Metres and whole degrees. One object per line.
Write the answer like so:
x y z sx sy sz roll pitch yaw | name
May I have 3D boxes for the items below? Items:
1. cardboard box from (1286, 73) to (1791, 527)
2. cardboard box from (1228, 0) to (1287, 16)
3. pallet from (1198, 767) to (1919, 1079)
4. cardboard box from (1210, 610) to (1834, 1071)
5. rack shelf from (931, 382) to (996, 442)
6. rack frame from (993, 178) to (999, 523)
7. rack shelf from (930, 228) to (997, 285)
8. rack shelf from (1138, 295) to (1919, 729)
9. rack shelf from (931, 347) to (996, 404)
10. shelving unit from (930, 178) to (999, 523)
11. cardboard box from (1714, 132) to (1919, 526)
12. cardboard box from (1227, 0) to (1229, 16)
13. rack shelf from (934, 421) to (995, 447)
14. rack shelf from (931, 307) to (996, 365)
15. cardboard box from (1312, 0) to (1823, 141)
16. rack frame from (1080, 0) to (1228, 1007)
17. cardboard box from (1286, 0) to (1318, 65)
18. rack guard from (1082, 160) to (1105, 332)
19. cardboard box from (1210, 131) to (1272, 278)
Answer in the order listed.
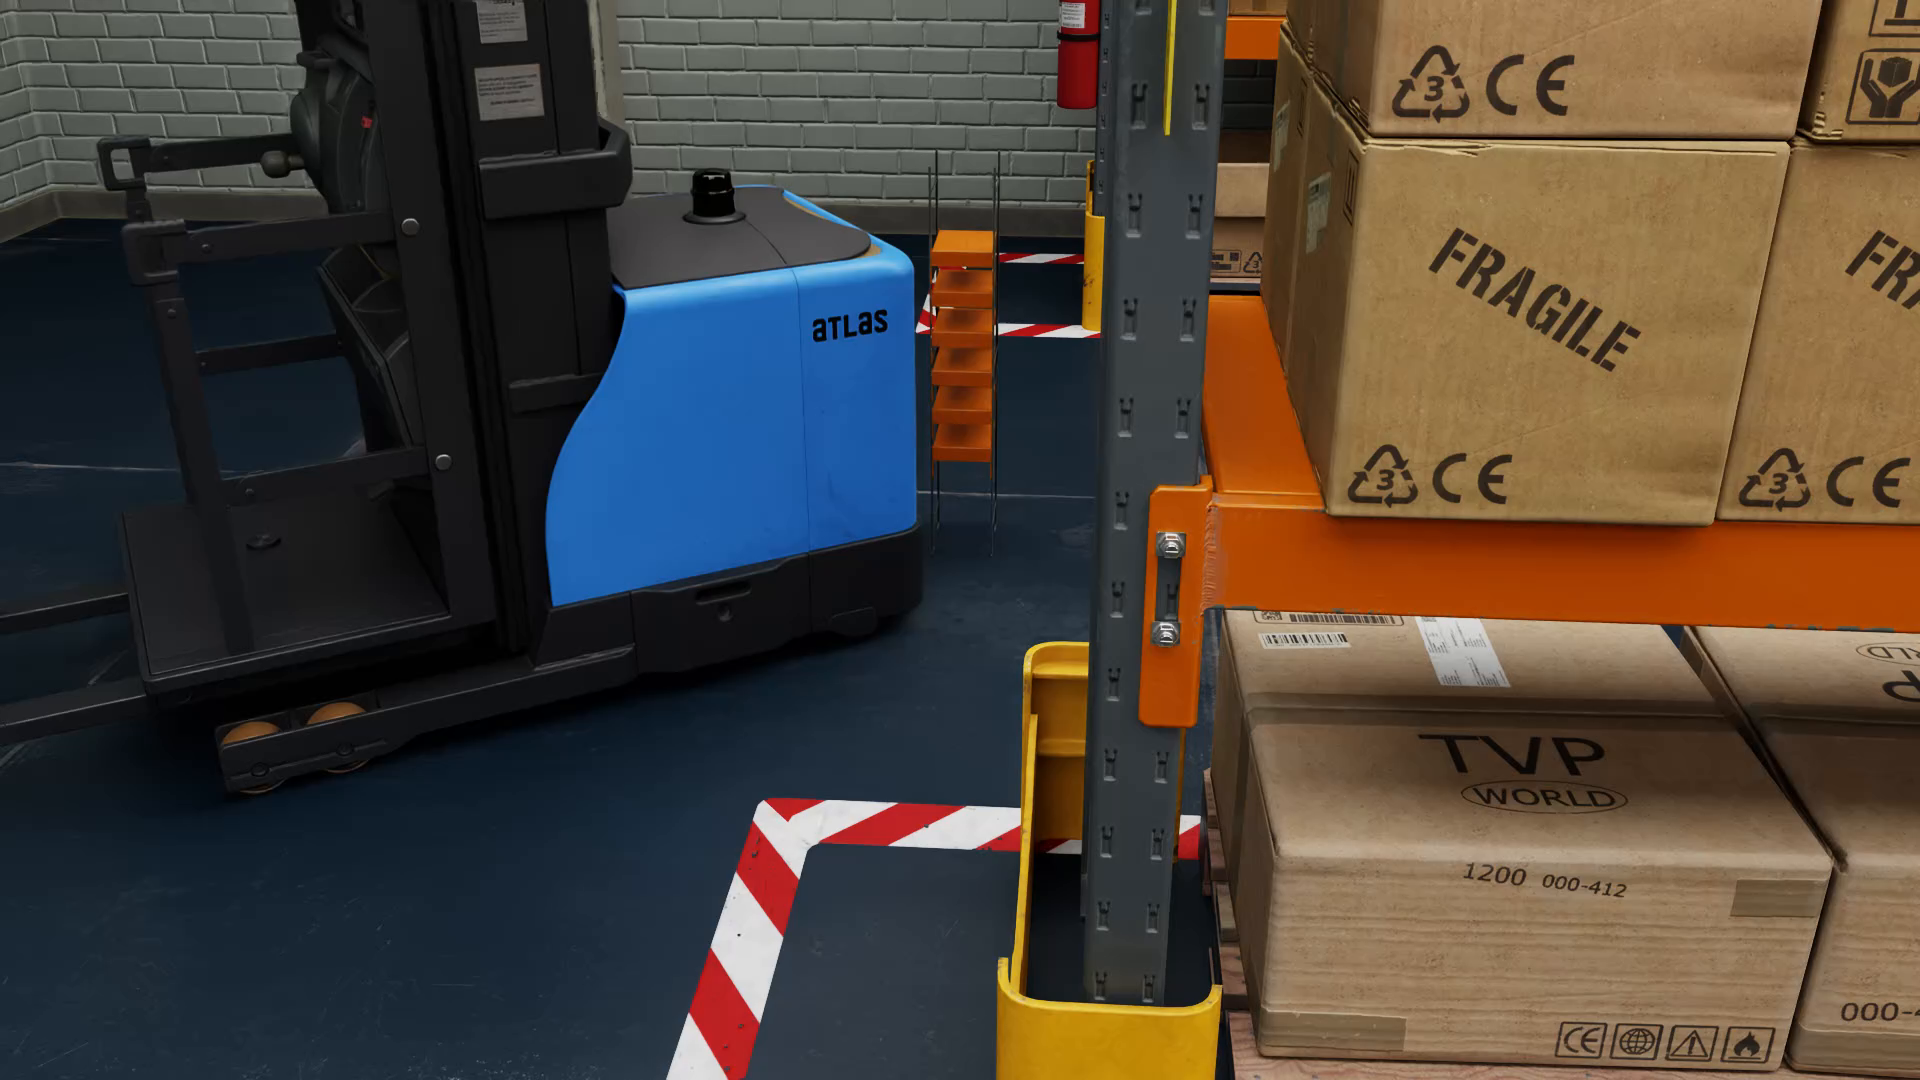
0.751 -0.352 2.307 0.500 0.500 0.500 2 25 4 | cardboard box
1.235 -2.283 6.923 0.250 0.149 0.380 2 25 5 | cardboard box
1.098 0.818 3.219 1.213 0.211 1.003 2 25 4 | pallet
0.960 0.511 3.113 0.875 0.438 0.875 1 25 2 | cardboard box
0.014 -0.395 5.067 0.180 0.103 0.258 2 25 4 | rack shelf
0.106 -0.542 4.993 0.002 1.046 0.228 2 25 4 | rack frame
0.014 -0.831 4.866 0.180 0.103 0.258 2 25 4 | rack shelf
2.289 -0.051 2.632 4.000 0.370 1.077 2 25 4 | rack shelf
0.014 -0.504 5.017 0.180 0.103 0.258 2 25 4 | rack shelf
0.016 -0.545 4.998 0.183 1.046 0.258 2 25 4 | shelving unit
1.258 -0.347 2.297 0.500 0.500 0.500 1 25 3 | cardboard box
0.978 -2.271 6.898 0.250 0.149 0.380 2 25 4 | cardboard box
0.014 -0.311 5.106 0.171 0.034 0.221 2 25 4 | rack shelf
0.014 -0.613 4.967 0.180 0.103 0.258 2 25 4 | rack shelf
0.752 -0.807 2.100 0.500 0.500 0.500 1 25 3 | cardboard box
0.295 -0.441 2.621 0.127 3.000 1.000 2 25 4 | rack frame
0.794 -1.025 2.573 0.500 0.500 0.500 3 25 6 | cardboard box
0.747 -1.372 7.634 0.348 0.500 1.175 2 25 4 | rack guard
1.274 -1.508 7.423 0.637 0.503 0.797 1 25 2 | cardboard box
